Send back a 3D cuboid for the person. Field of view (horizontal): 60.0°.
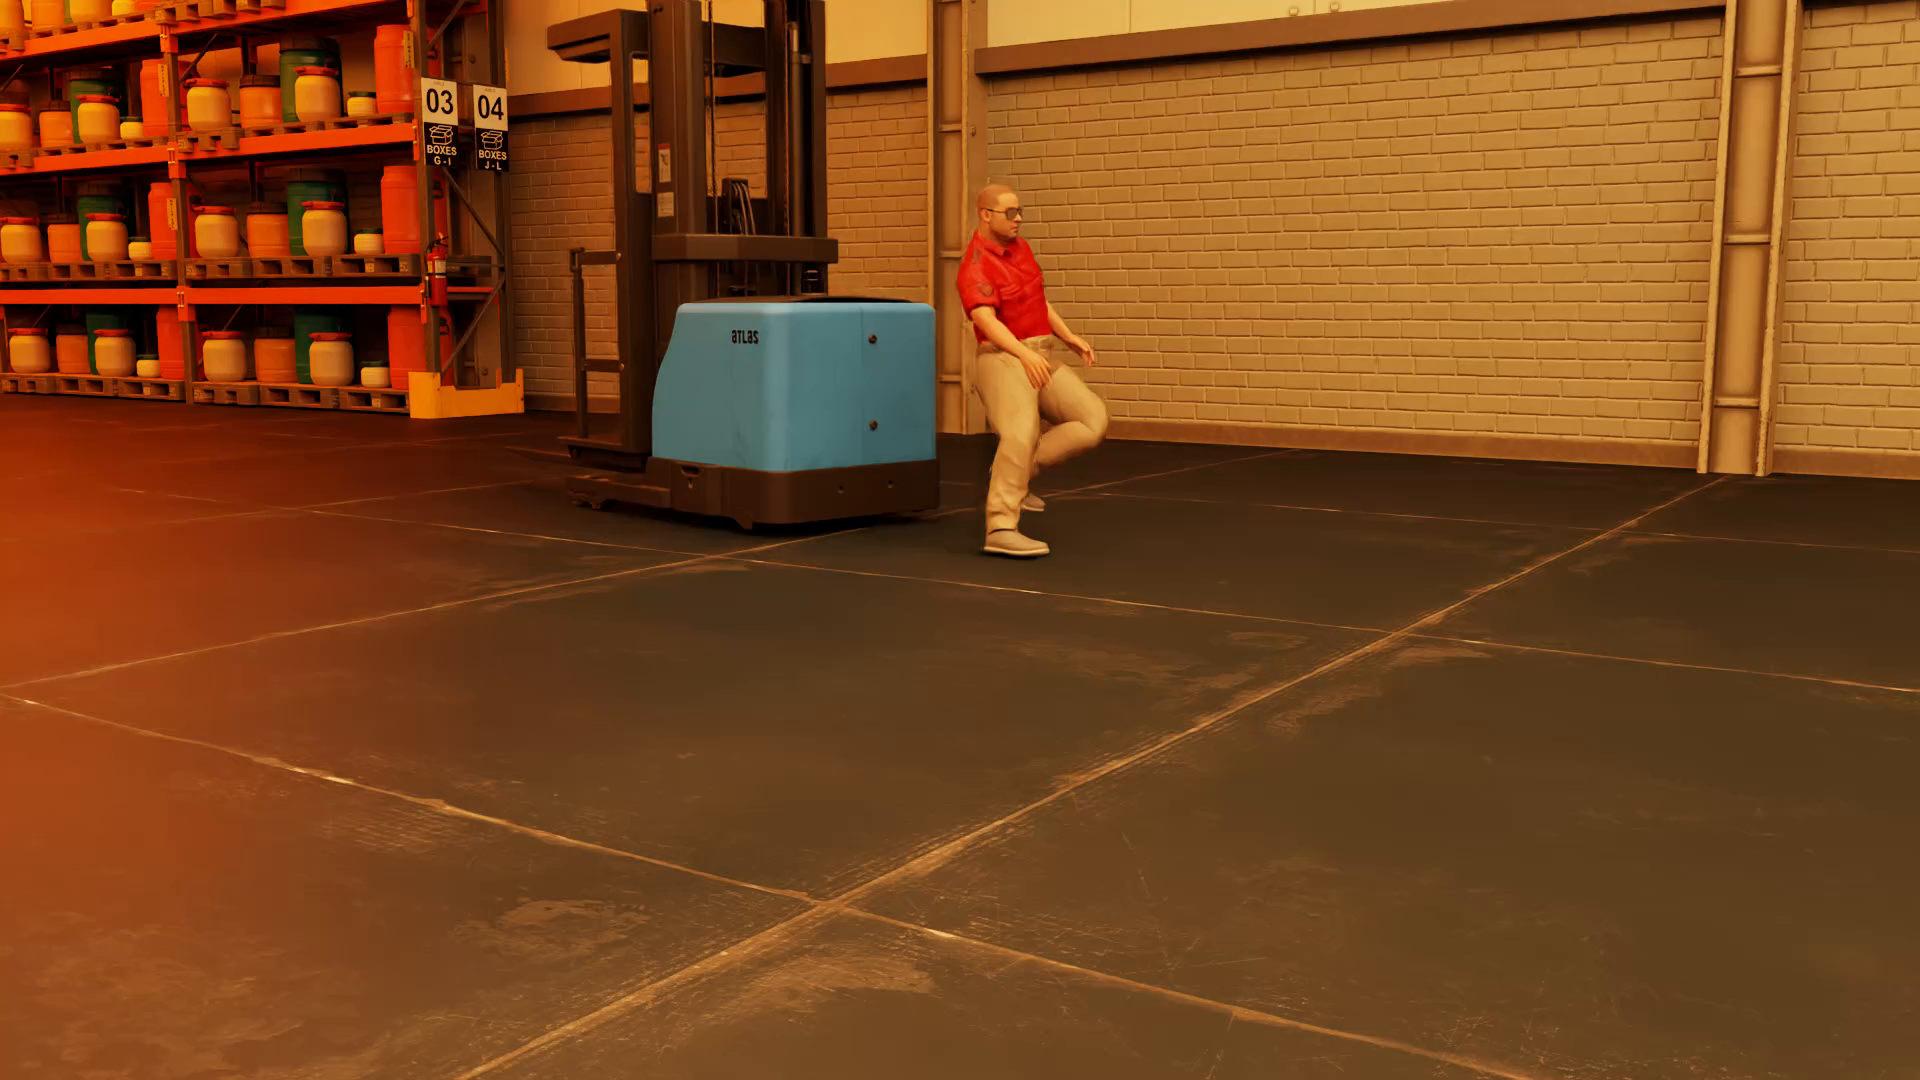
[{"bbox_3d":[0.303,-0.770,7.338,0.642,1.584,0.781,6,10,36],"label":"person"}]

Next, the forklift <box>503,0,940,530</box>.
[{"bbox_3d":[-1.459,-1.653,8.819,1.130,2.935,3.031,-7,11,-41],"label":"forklift"}]
